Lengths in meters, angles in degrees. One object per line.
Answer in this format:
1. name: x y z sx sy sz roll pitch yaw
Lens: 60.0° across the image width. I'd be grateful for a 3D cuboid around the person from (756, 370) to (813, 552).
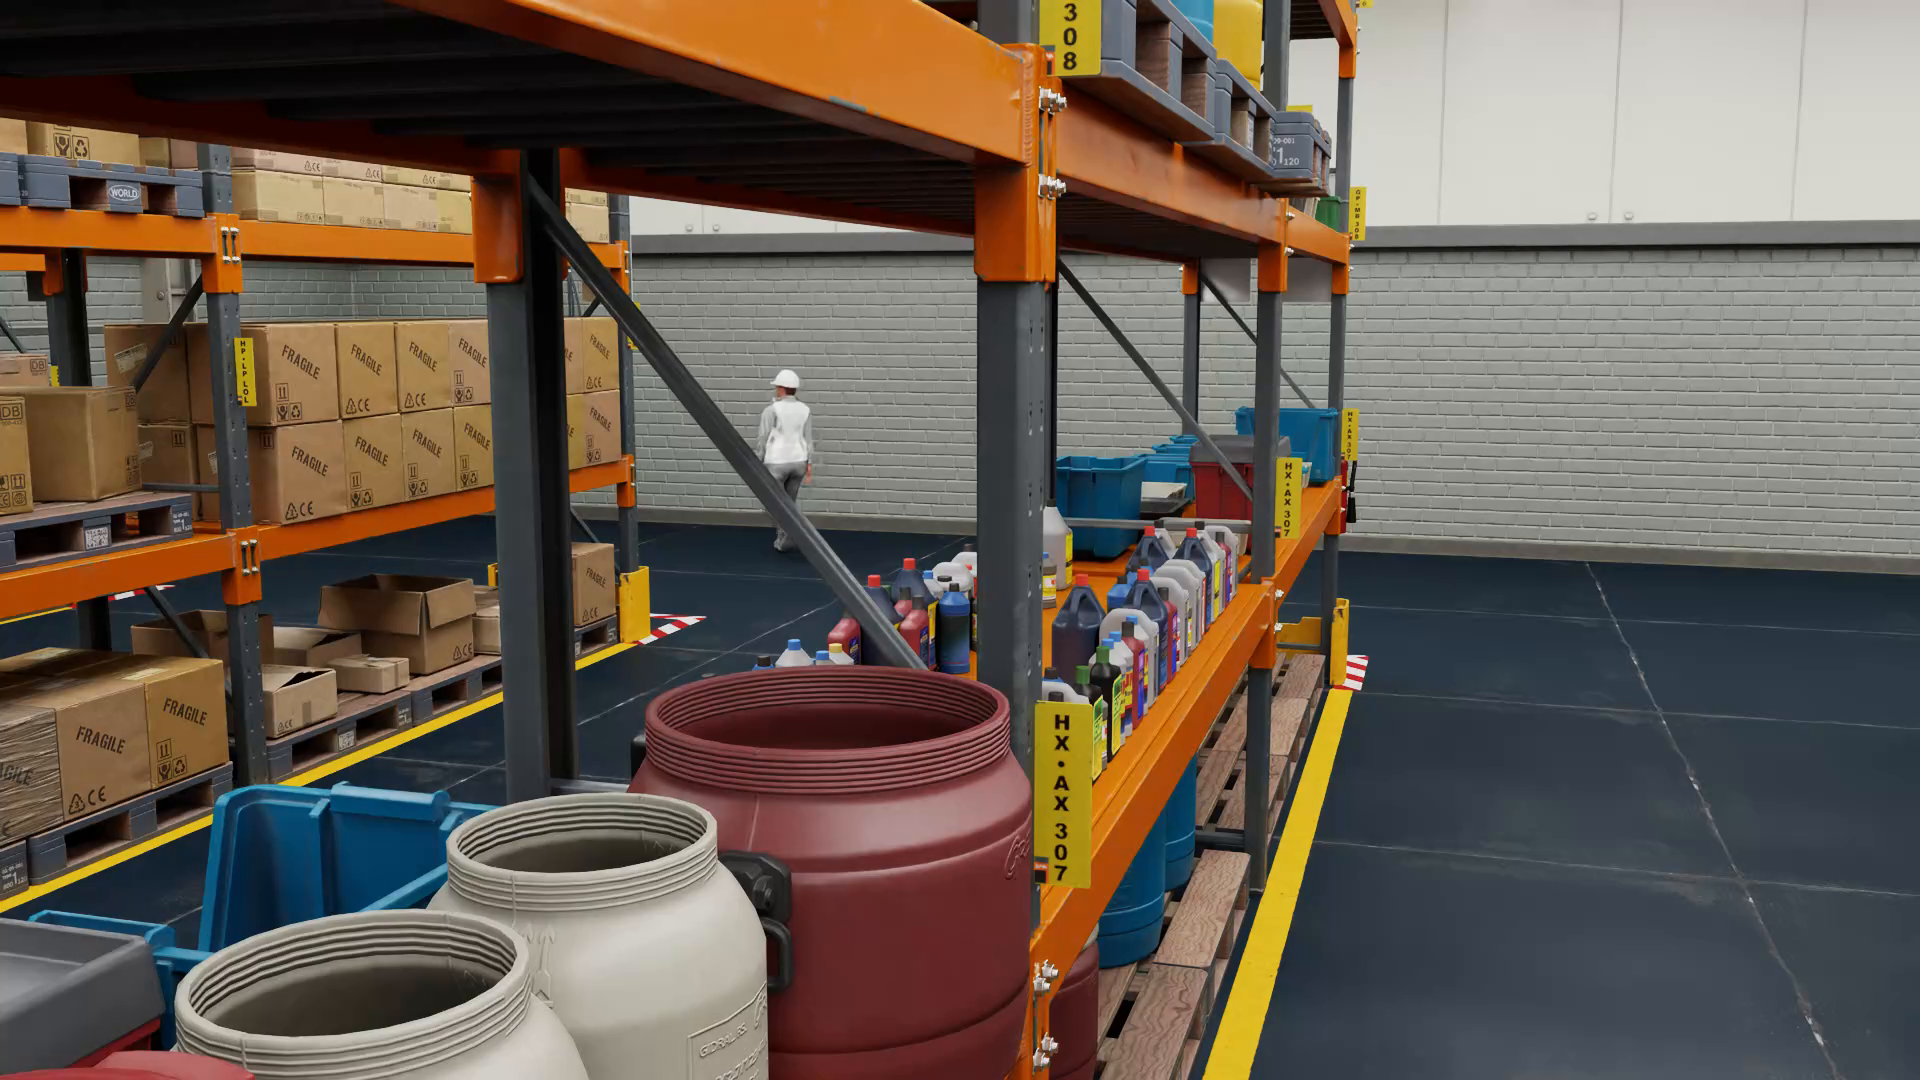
1. person: -1.654 -0.732 15.782 0.566 1.751 0.804 -5 10 -31
